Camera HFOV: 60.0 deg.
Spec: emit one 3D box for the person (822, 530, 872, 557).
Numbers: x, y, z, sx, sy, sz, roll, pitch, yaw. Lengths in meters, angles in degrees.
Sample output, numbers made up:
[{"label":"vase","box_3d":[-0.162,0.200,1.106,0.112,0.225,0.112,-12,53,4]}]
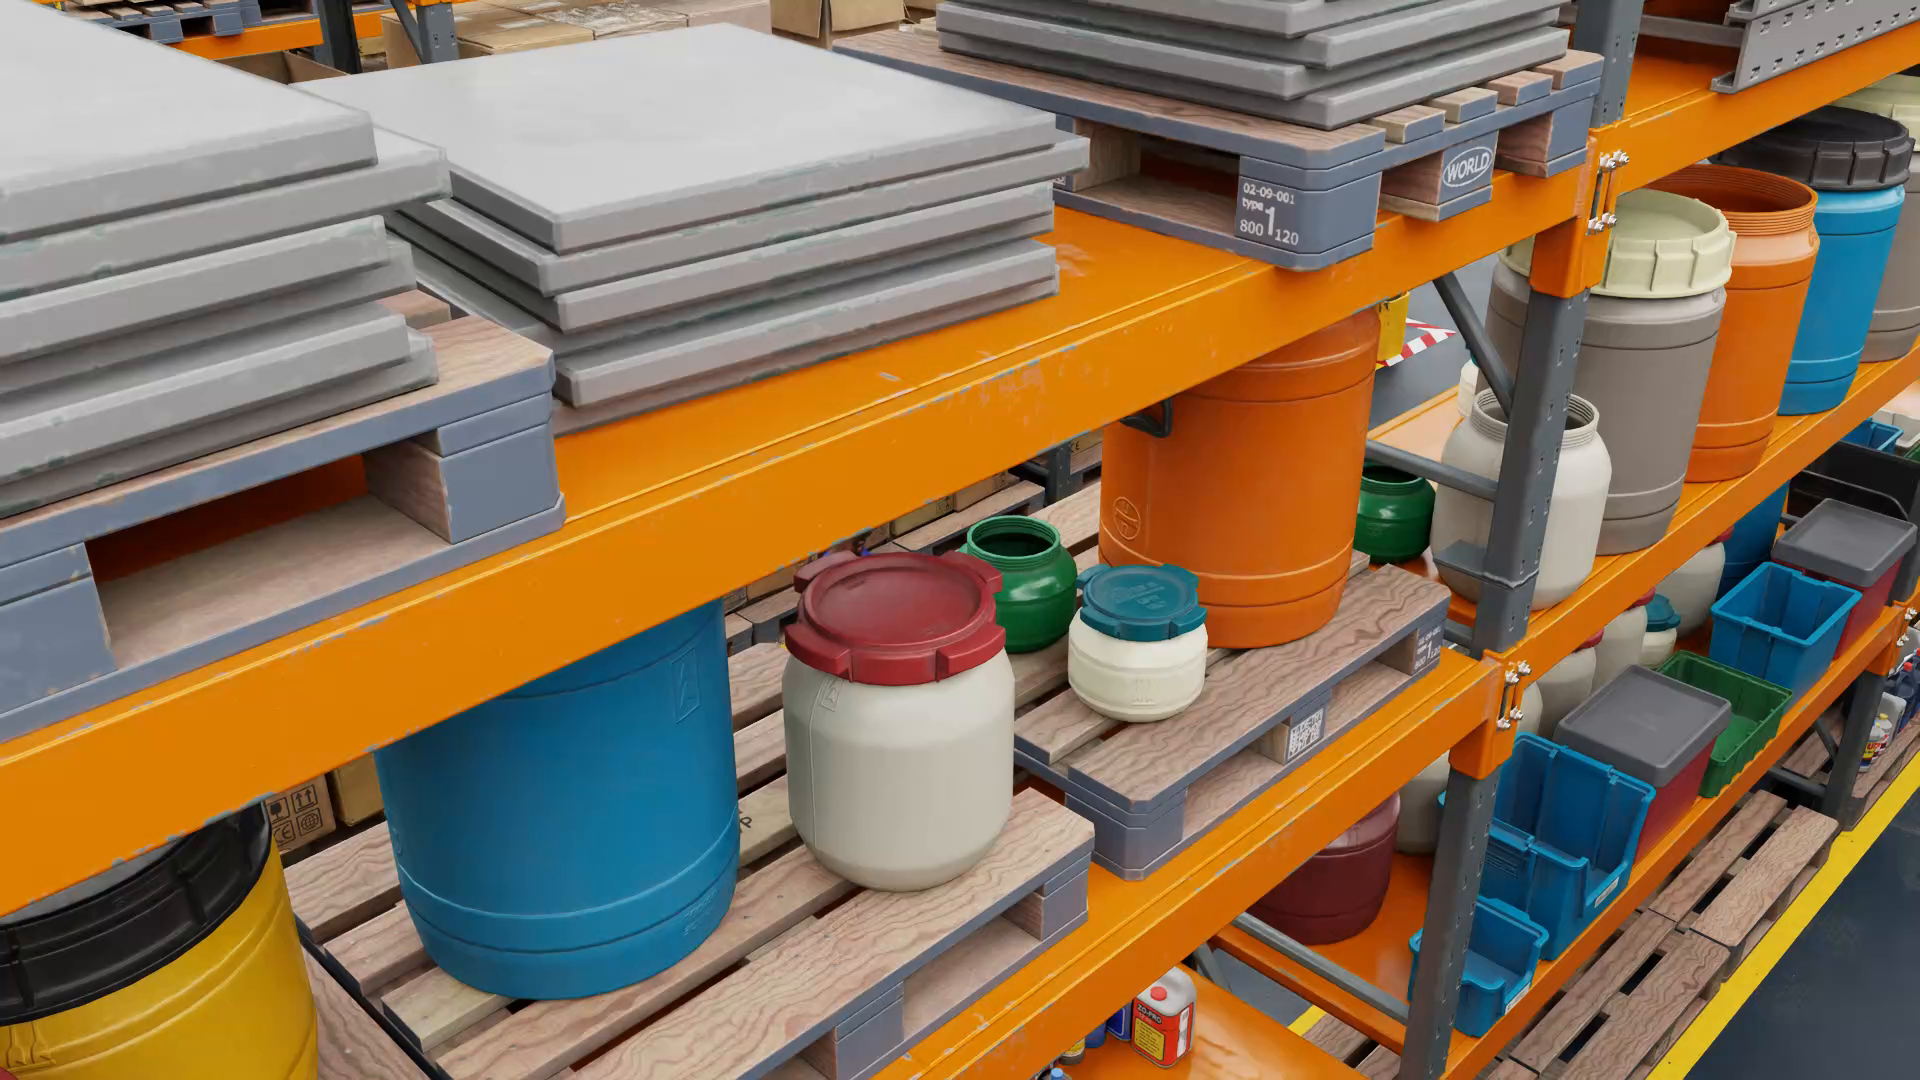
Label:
[{"label":"person","box_3d":[-0.484,0.563,7.784,0.478,1.574,0.322,24,36,37]}]
